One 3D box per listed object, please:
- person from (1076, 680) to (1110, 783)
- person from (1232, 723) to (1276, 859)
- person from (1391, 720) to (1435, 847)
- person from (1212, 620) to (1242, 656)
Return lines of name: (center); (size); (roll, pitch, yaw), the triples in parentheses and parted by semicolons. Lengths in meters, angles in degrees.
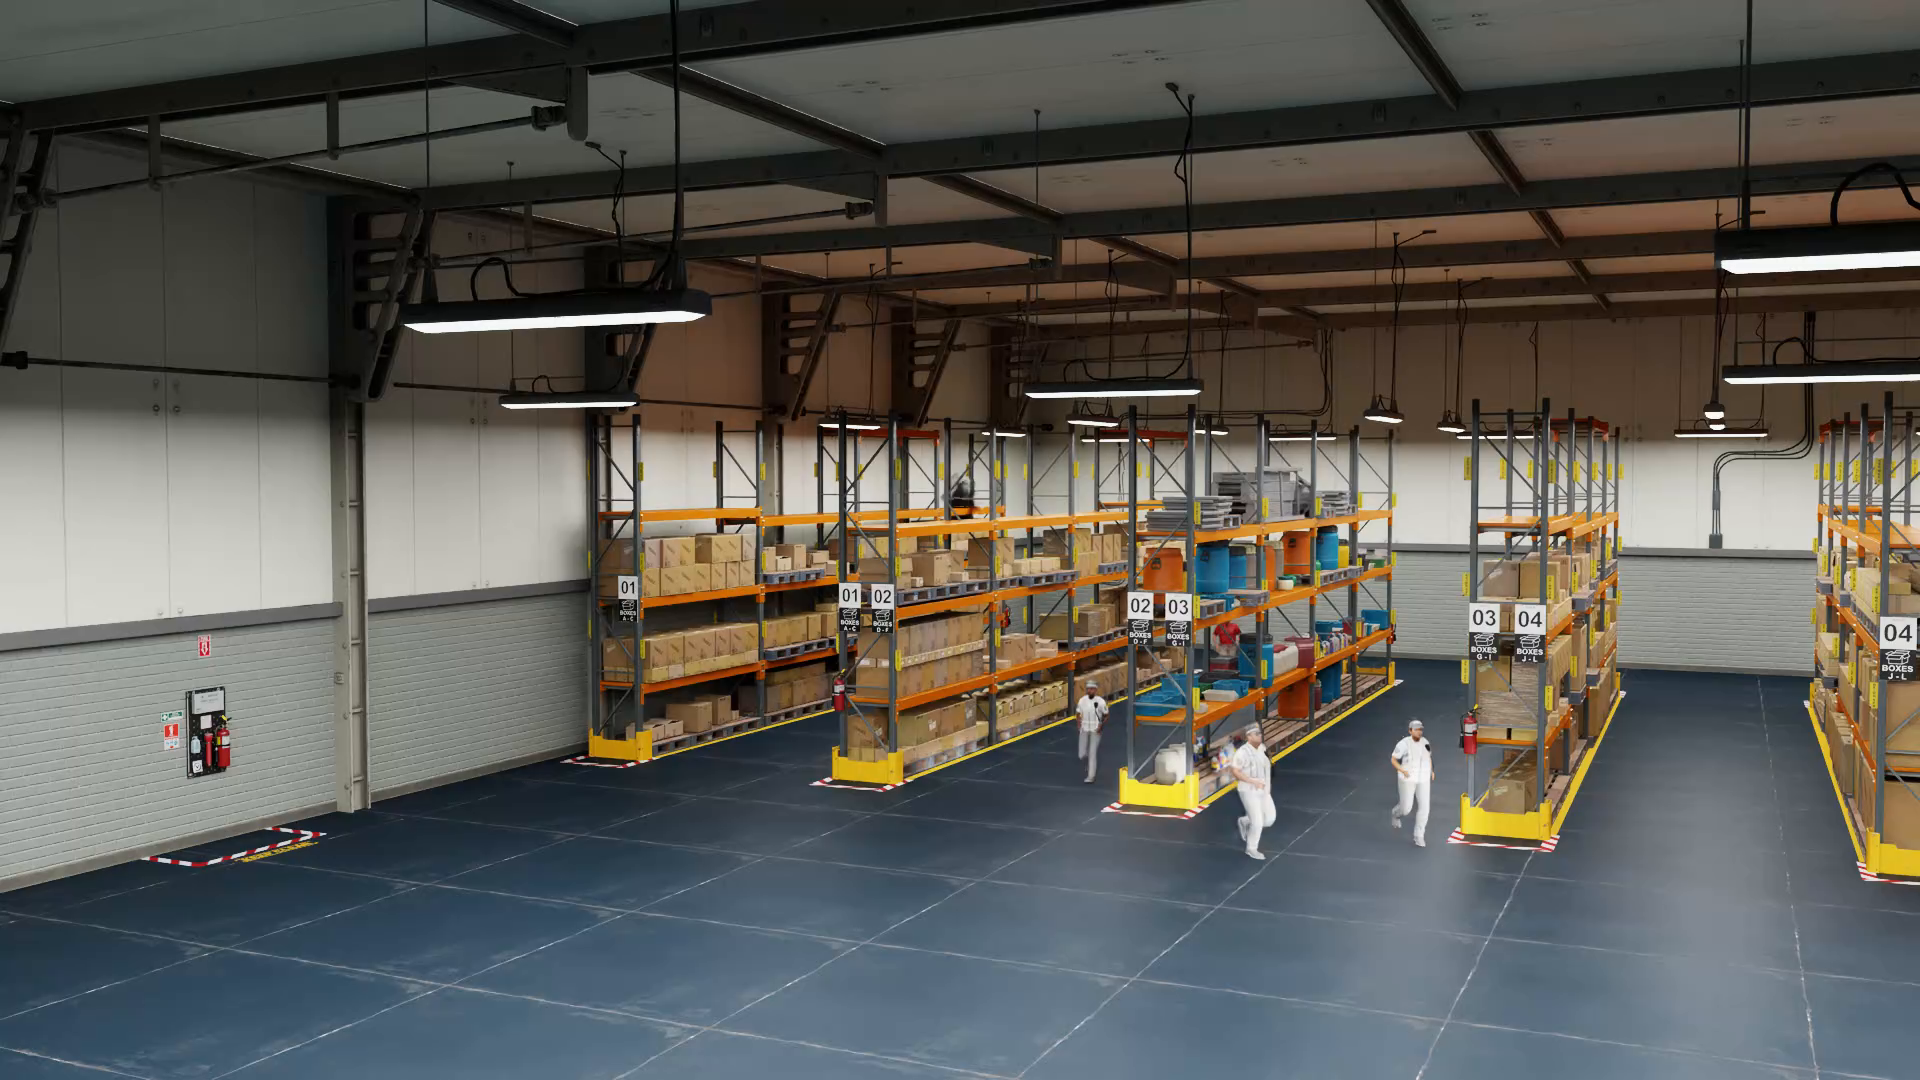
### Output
person: (2.133, 3.069, 26.839); (0.564, 1.655, 0.548); (1, 2, 19)
person: (3.820, 3.247, 21.672); (0.697, 1.752, 0.627); (-2, 3, -41)
person: (6.143, 3.267, 22.541); (0.584, 1.659, 0.854); (0, 2, -7)
person: (6.264, 2.566, 38.980); (0.692, 1.693, 0.507); (0, 2, 9)
